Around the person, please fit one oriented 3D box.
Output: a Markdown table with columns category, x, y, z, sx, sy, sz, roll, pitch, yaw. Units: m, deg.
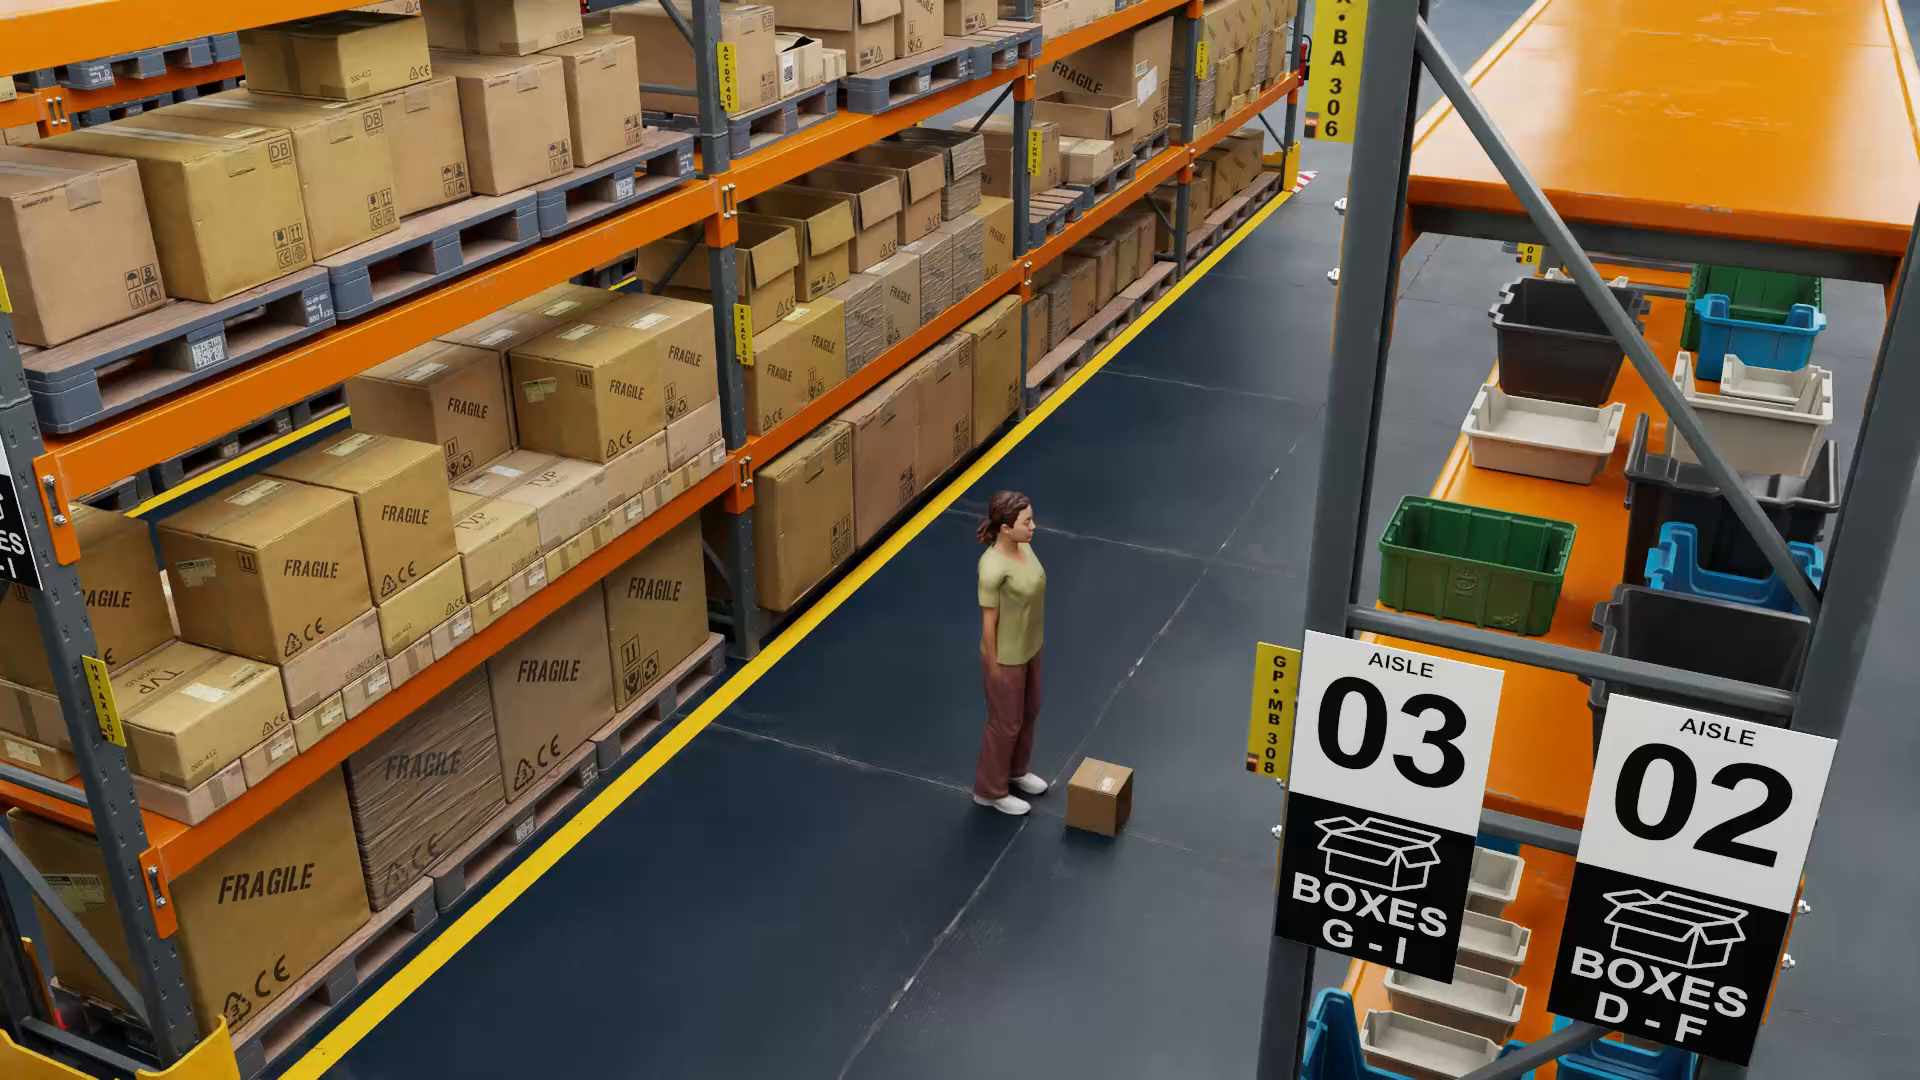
| category | x | y | z | sx | sy | sz | roll | pitch | yaw |
| --- | --- | --- | --- | --- | --- | --- | --- | --- | --- |
| person | 0.240 | 0.533 | 8.044 | 0.357 | 1.667 | 0.439 | 12 | 29 | 23 |
